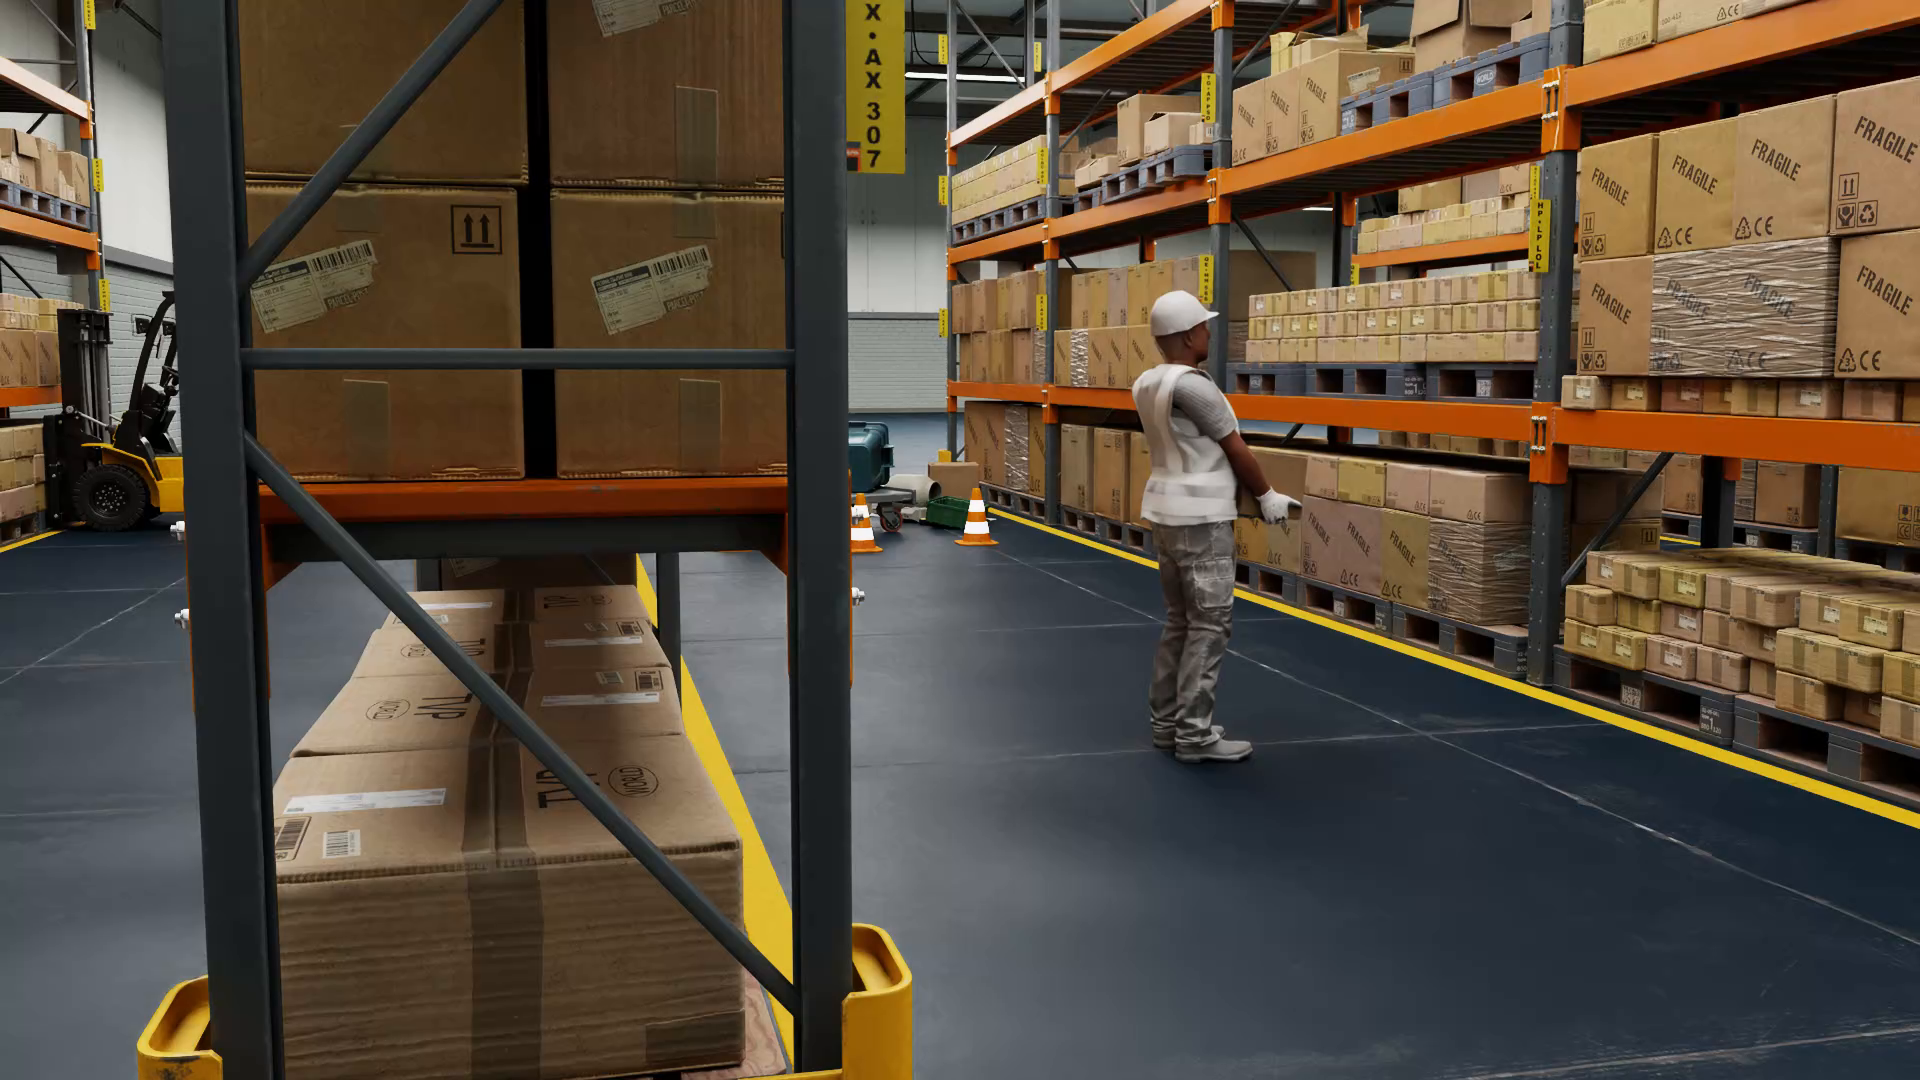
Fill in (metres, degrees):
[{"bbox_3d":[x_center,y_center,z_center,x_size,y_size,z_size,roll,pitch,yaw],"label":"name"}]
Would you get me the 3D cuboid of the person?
[{"bbox_3d":[0.985,-0.062,6.411,0.584,1.778,0.487,-1,6,-13],"label":"person"}]
